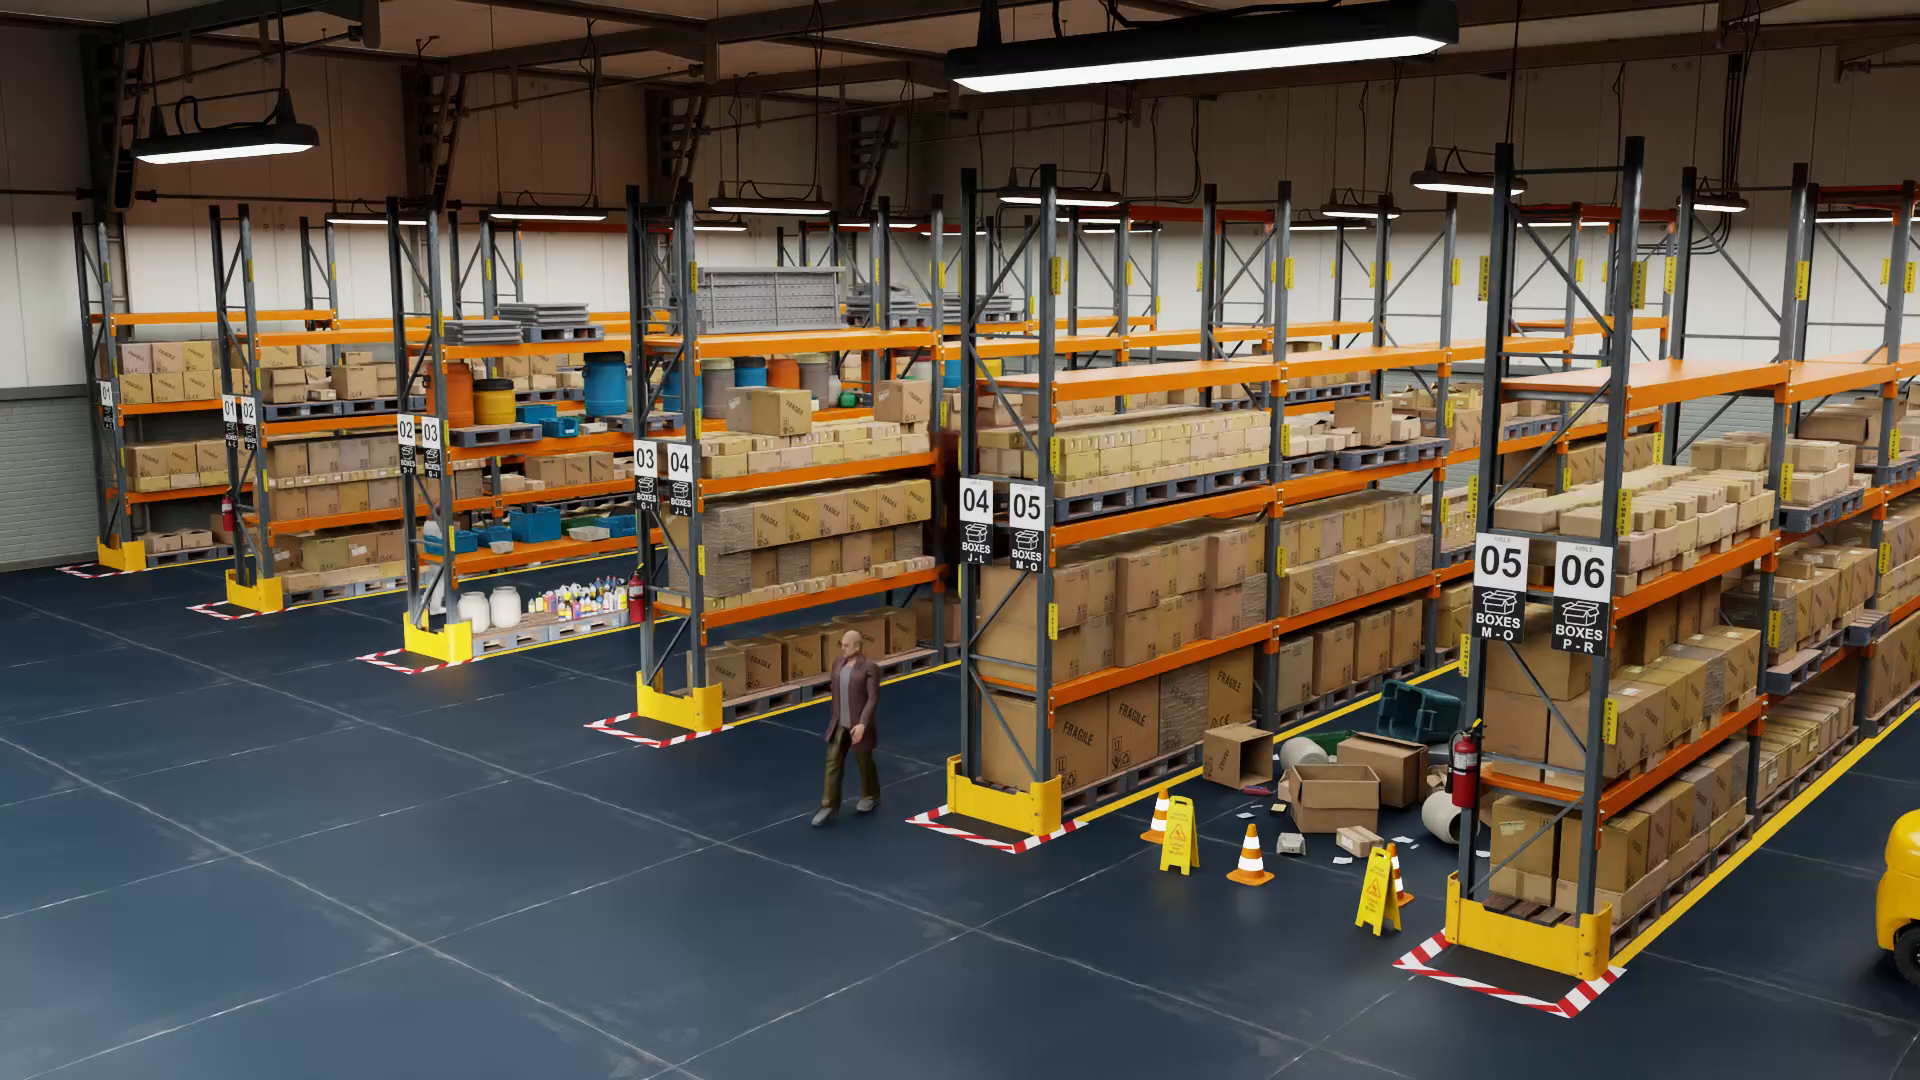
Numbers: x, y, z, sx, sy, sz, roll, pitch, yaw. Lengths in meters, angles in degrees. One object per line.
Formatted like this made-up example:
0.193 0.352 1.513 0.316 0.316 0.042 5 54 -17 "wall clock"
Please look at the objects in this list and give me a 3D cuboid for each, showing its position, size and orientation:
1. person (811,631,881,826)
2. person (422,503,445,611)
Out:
-1.068 1.725 15.539 0.632 1.753 0.910 6 11 30 "person"
-7.728 0.239 24.539 0.480 1.601 0.434 7 12 36 "person"
